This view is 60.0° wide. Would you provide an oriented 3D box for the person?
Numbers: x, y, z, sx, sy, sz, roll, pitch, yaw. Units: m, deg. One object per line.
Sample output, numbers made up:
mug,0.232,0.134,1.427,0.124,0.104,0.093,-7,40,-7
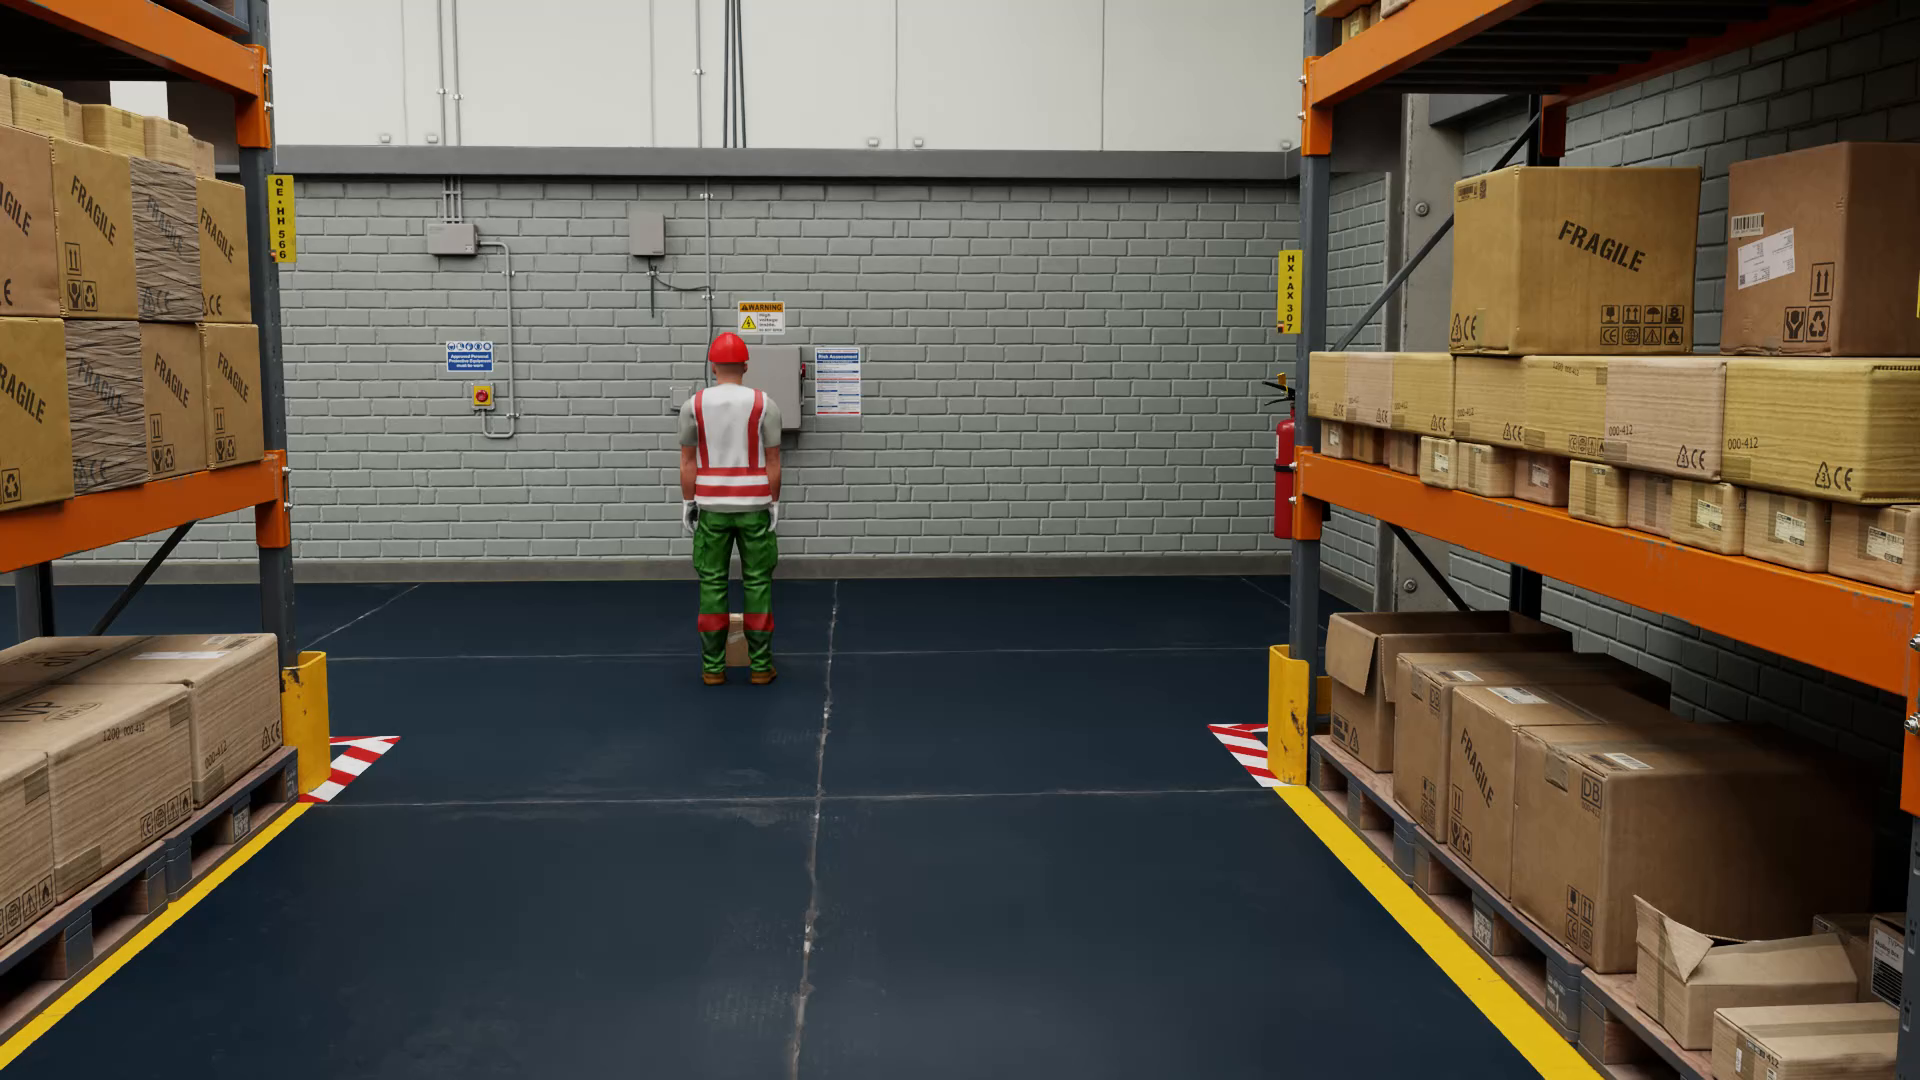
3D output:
person,-1.164,-0.160,8.495,0.524,1.785,0.335,0,7,-2
